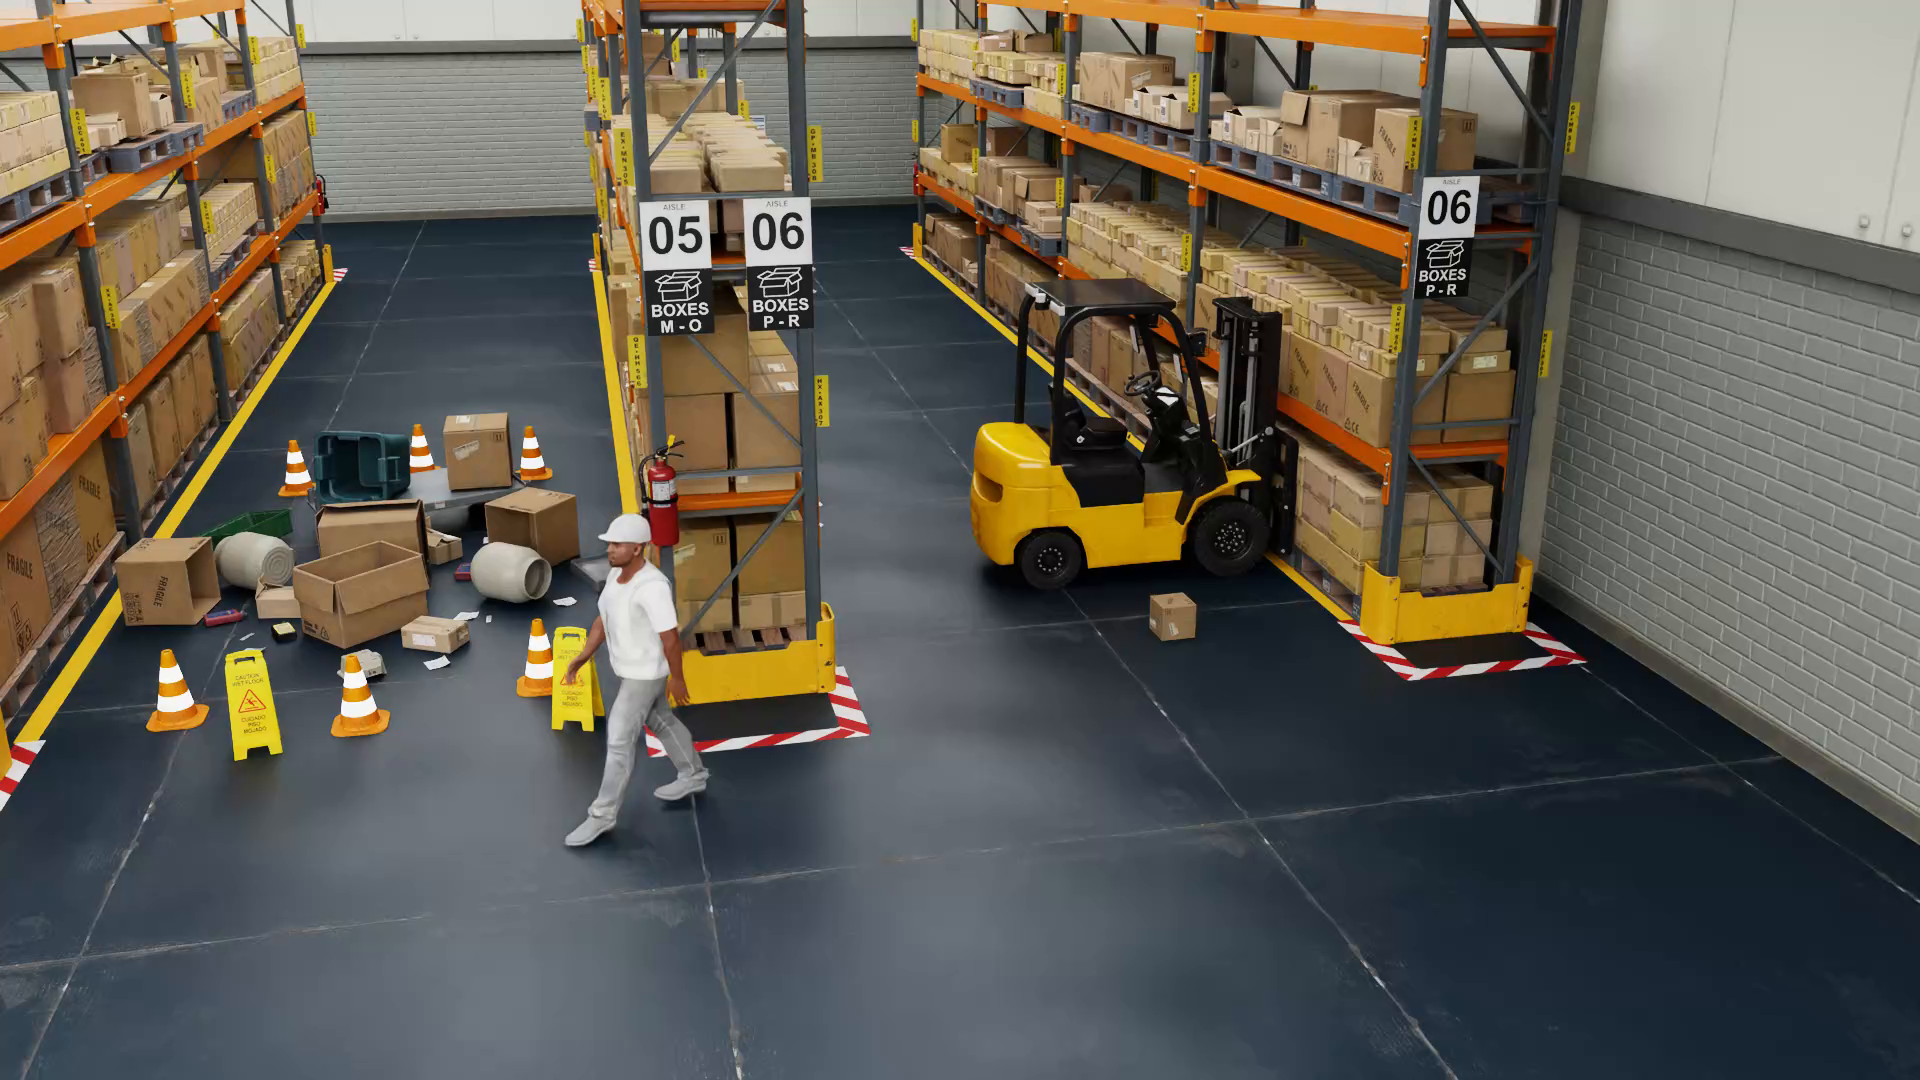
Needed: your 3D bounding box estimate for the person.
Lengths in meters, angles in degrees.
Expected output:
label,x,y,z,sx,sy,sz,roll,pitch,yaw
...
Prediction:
label,x,y,z,sx,sy,sz,roll,pitch,yaw
person,-1.807,0.709,9.008,0.904,1.749,0.570,-11,22,-27
